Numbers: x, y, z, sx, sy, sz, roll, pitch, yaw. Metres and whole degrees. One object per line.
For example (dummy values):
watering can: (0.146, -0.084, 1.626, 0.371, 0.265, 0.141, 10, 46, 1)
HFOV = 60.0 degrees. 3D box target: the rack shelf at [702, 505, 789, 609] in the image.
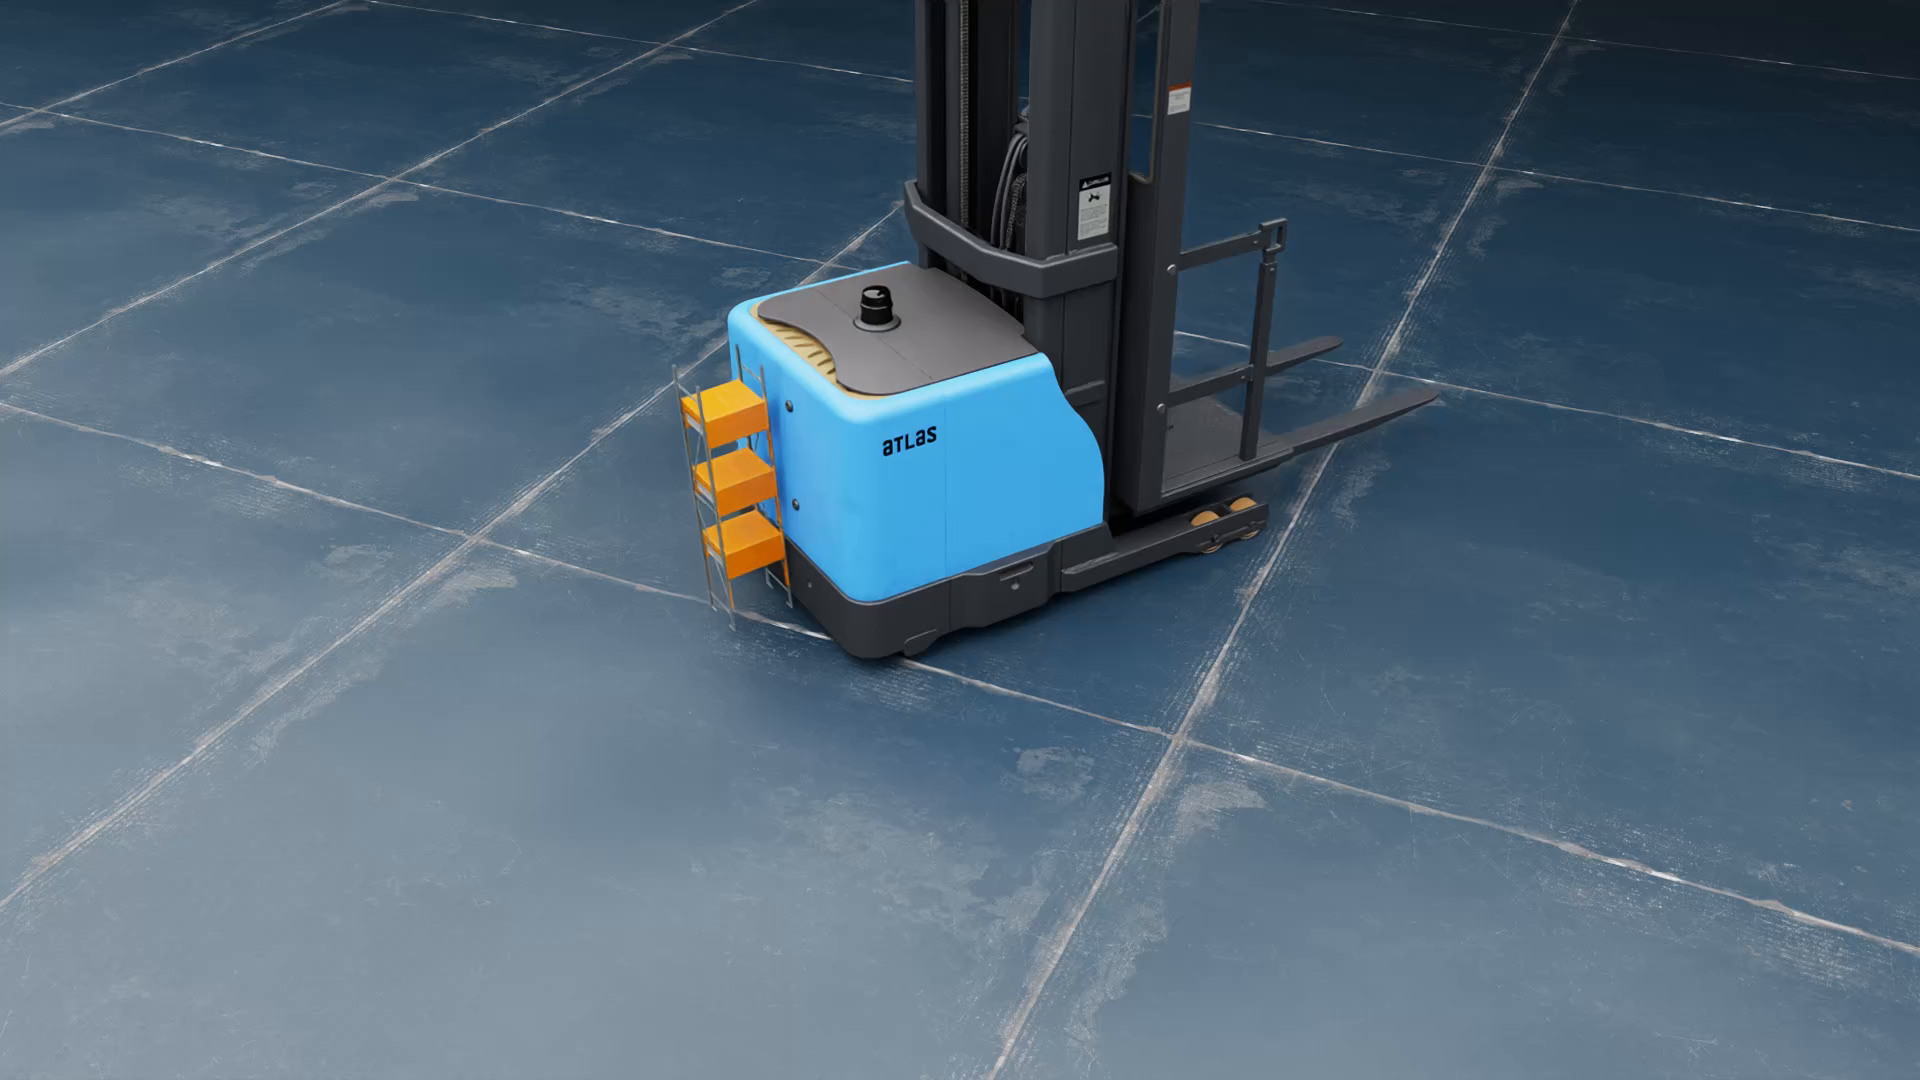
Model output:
rack shelf: (-0.805, 0.062, 6.213, 0.240, 0.259, 0.215, -23, 39, -26)

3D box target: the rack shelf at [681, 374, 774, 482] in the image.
rack shelf: (-0.828, -0.399, 5.892, 0.240, 0.259, 0.215, -23, 39, -26)

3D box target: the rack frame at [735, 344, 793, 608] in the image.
rack frame: (-0.715, -0.217, 6.102, 0.008, 1.050, 0.200, -23, 39, -26)

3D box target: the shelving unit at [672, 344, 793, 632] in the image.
shelving unit: (-0.817, -0.175, 6.048, 0.252, 1.050, 0.215, -23, 39, -26)

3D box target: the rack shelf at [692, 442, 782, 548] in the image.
rack shelf: (-0.816, -0.166, 6.054, 0.240, 0.259, 0.215, -23, 39, -26)

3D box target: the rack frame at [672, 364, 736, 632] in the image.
rack frame: (-0.918, -0.133, 5.995, 0.008, 1.050, 0.200, -23, 39, -26)

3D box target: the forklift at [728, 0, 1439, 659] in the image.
forklift: (0.653, -1.400, 6.211, 3.031, 2.935, 1.130, -19, 38, -26)
